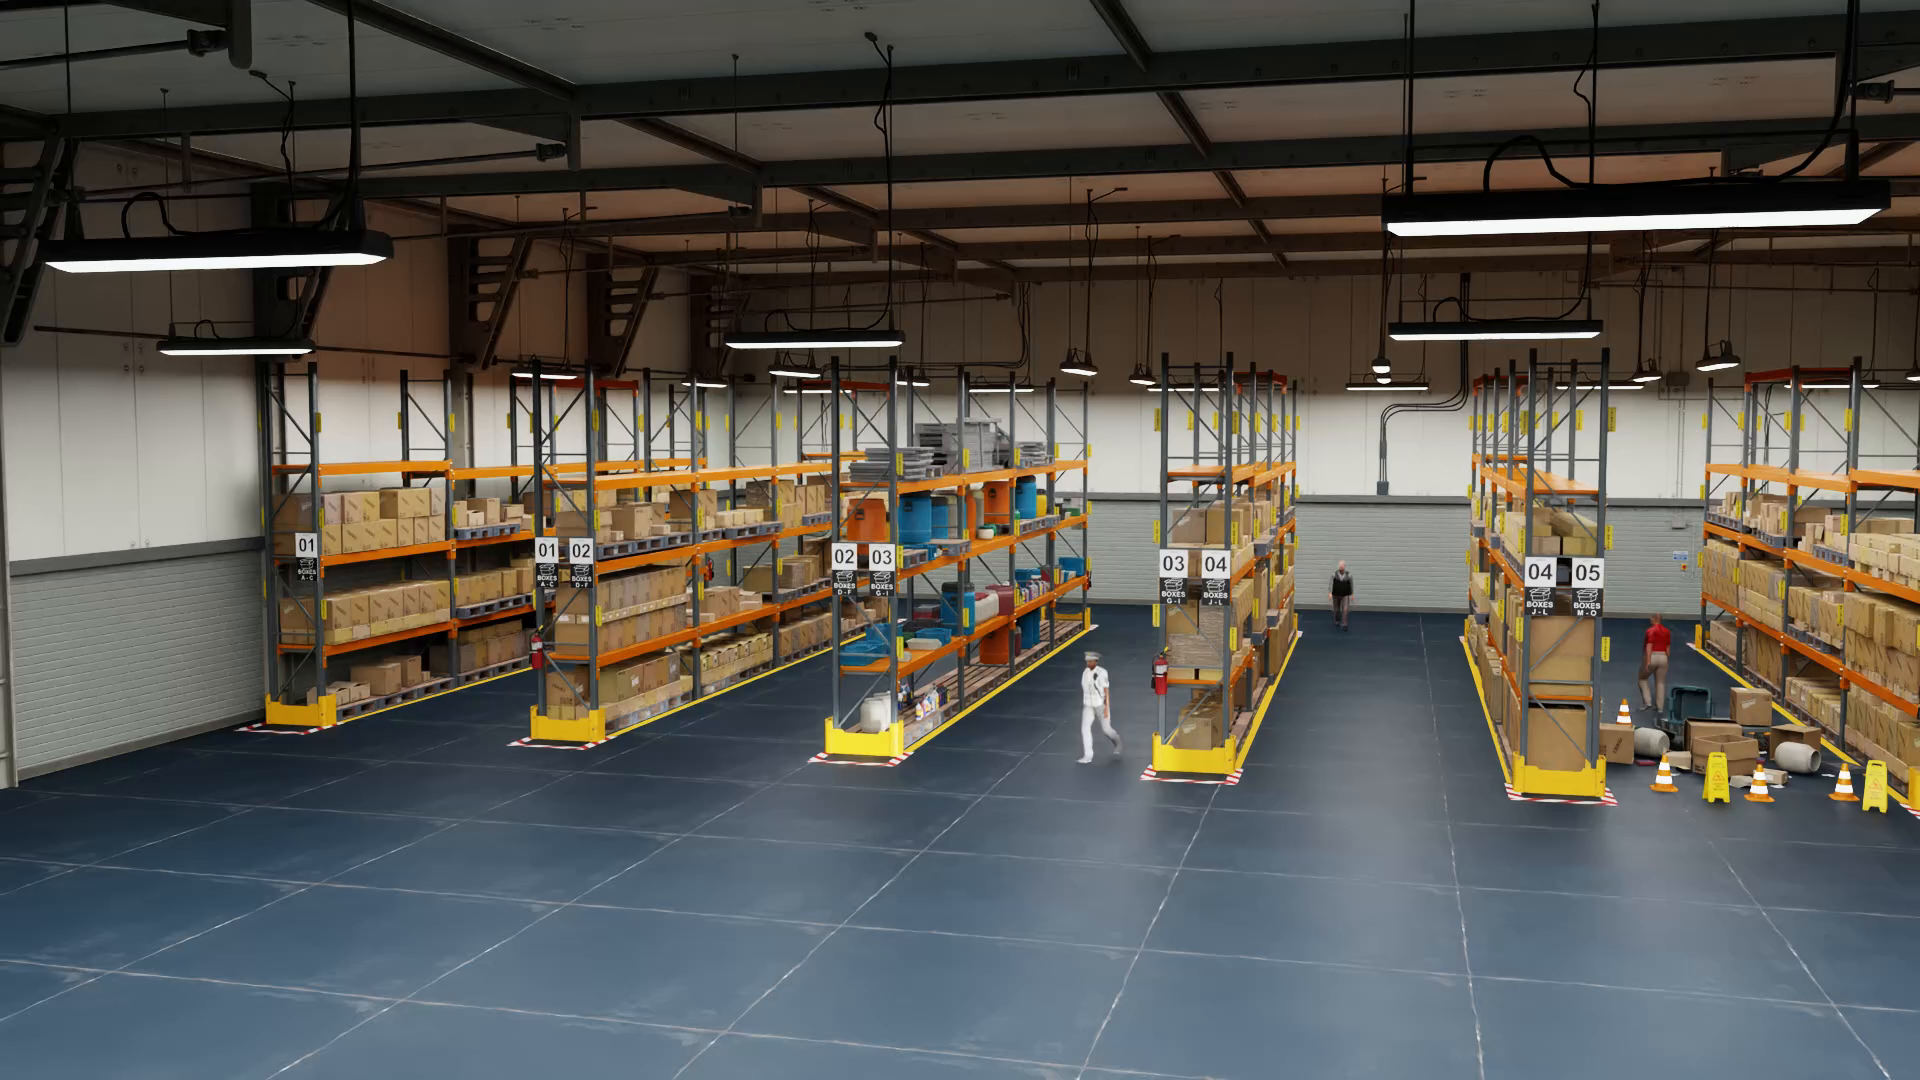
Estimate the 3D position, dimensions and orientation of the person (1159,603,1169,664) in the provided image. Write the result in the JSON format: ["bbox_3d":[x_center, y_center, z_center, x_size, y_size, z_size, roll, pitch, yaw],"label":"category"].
[{"bbox_3d":[4.343,1.809,34.371,0.578,1.516,0.795,2,4,24],"label":"person"}]

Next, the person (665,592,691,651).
[{"bbox_3d":[-5.985,1.659,35.075,0.657,1.706,1.065,1,4,15],"label":"person"}]

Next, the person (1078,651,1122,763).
[{"bbox_3d":[2.053,2.448,24.652,0.482,1.633,0.923,3,5,36],"label":"person"}]

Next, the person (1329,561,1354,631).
[{"bbox_3d":[9.196,1.343,40.102,0.599,1.668,1.084,1,4,11],"label":"person"}]

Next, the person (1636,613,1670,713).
[{"bbox_3d":[12.025,2.130,28.699,0.532,1.740,0.528,0,4,0],"label":"person"}]
